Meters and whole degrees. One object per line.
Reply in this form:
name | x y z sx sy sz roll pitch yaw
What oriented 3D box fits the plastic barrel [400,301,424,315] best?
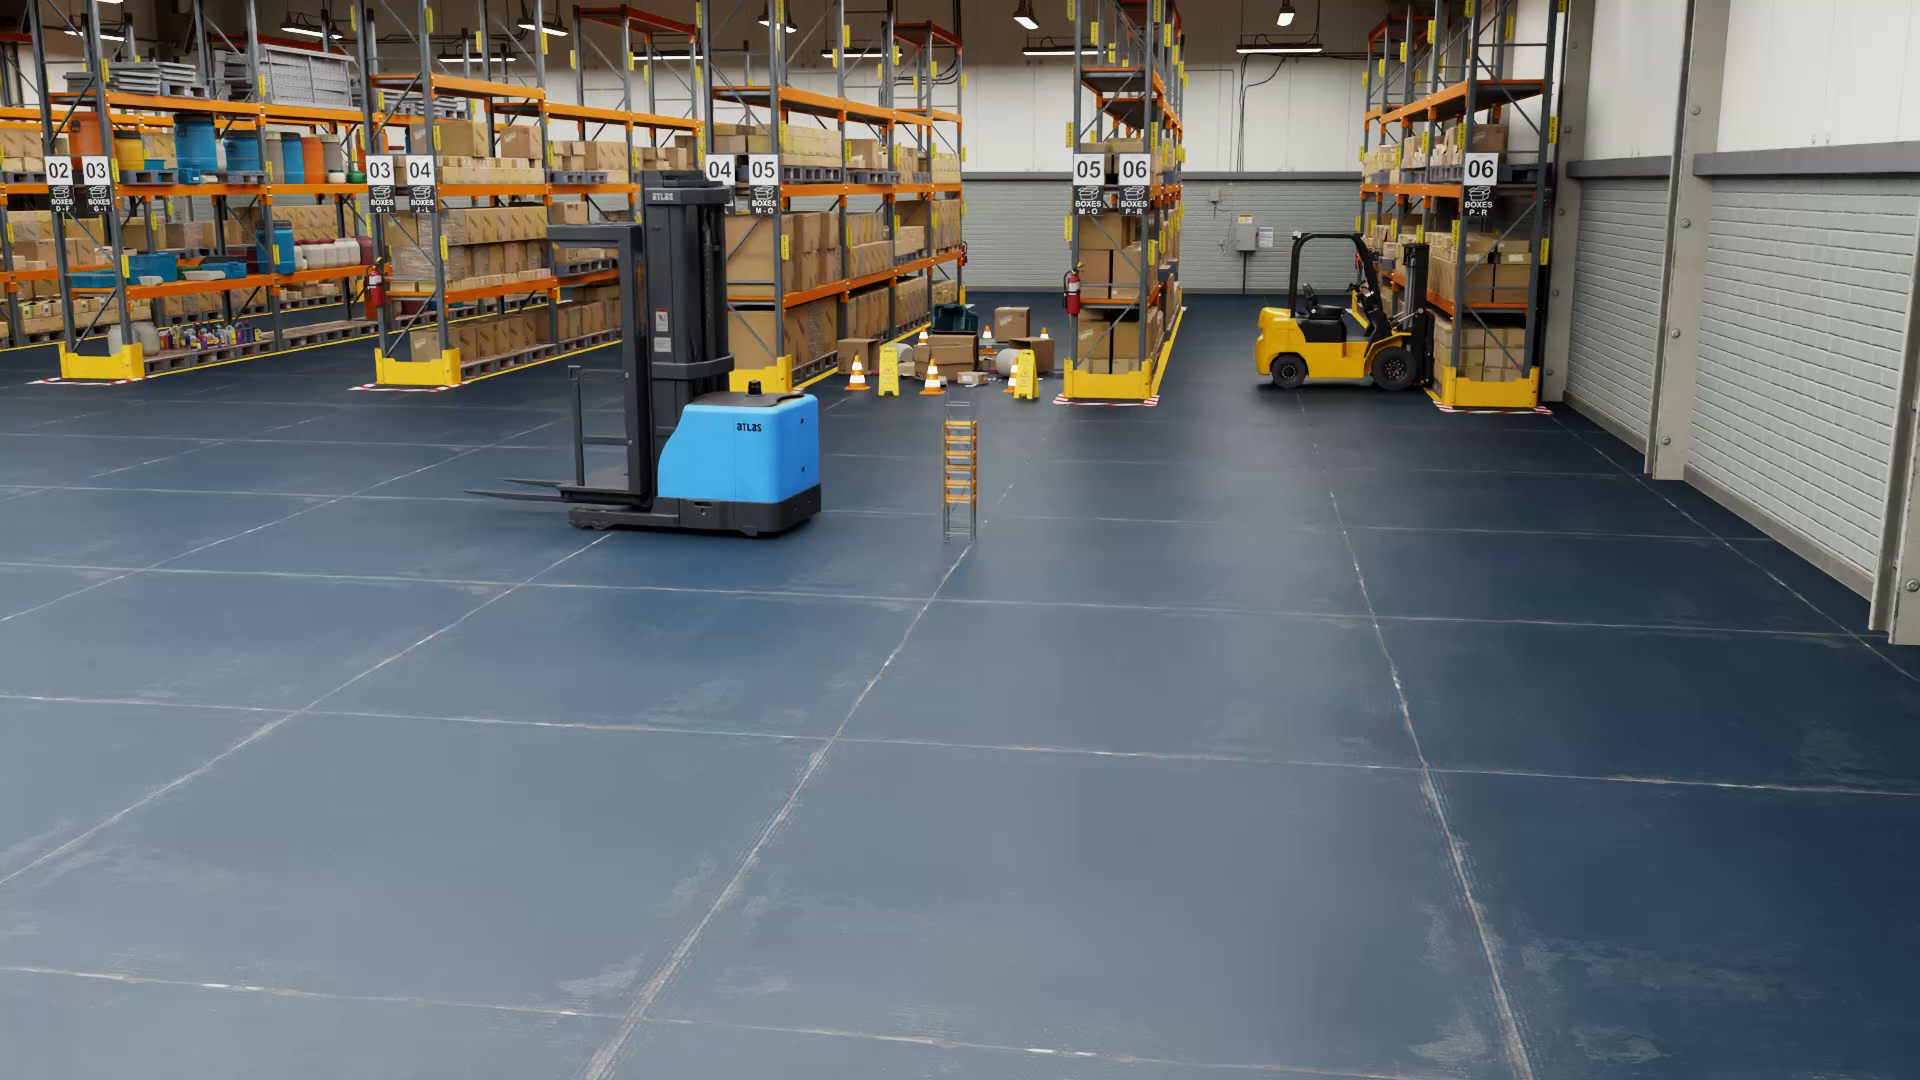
plastic barrel | -11.241 -4.901 33.843 0.600 0.588 0.708 2 12 9

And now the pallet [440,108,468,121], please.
pallet | -10.955 -8.842 34.557 1.003 0.211 1.213 2 12 9

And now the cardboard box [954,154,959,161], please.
cardboard box | -0.224 -8.614 37.447 0.380 0.149 0.250 2 12 8

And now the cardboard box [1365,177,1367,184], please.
cardboard box | 8.859 -7.689 35.527 0.380 0.149 0.250 2 12 10

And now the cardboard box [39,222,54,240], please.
cardboard box | -20.469 -6.791 36.893 0.500 0.500 0.500 2 12 8

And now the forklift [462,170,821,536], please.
forklift | -2.772 -1.617 14.037 3.031 2.935 1.130 4 13 16

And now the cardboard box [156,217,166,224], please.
cardboard box | -20.100 -7.564 40.758 0.980 0.700 0.700 2 12 11

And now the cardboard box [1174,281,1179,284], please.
cardboard box | 4.441 -5.533 37.133 0.875 0.438 0.875 1 12 7

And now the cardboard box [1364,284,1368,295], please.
cardboard box | 8.811 -5.137 35.145 0.500 0.500 0.500 2 12 10

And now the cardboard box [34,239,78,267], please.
cardboard box | -16.690 -5.288 30.673 0.500 0.500 0.500 2 12 9

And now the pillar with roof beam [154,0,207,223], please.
pillar with roof beam | -16.218 -10.907 42.743 9.100 9.000 0.548 2 12 9

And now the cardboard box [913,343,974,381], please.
cardboard box | -0.249 -2.618 24.446 0.797 0.503 0.637 -7 14 -30

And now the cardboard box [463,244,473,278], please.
cardboard box | -7.739 -4.127 24.581 0.875 0.500 0.500 2 12 9

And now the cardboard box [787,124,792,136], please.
cardboard box | -2.519 -5.629 22.840 0.380 0.149 0.250 2 12 9

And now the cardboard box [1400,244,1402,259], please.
cardboard box | 7.730 -4.878 28.178 0.500 0.250 0.500 2 12 10

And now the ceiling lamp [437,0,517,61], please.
ceiling lamp | -12.252 -13.627 41.509 2.000 3.185 0.800 2 12 9

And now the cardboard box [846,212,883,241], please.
cardboard box | -1.773 -5.640 29.931 0.700 0.500 0.500 2 12 8

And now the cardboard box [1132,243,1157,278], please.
cardboard box | 2.628 -4.101 24.460 0.500 0.500 0.500 2 12 10

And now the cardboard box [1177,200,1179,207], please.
cardboard box | 4.614 -7.385 36.488 0.380 0.149 0.250 2 12 8

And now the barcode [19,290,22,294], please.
barcode | -16.531 -4.368 29.252 0.001 0.075 0.075 2 12 9

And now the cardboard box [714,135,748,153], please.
cardboard box | -3.125 -5.433 22.880 0.500 0.250 0.500 2 12 9

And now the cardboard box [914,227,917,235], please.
cardboard box | -1.070 -6.147 33.083 0.380 0.149 0.250 2 12 8

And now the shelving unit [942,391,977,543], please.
shelving unit | -0.002 -0.584 13.353 0.258 1.200 0.189 2 12 9

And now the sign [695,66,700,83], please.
sign | -5.426 -9.622 34.377 0.100 0.325 0.005 2 12 9

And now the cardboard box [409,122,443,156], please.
cardboard box | -7.821 -5.947 24.720 0.500 0.500 0.500 2 12 9

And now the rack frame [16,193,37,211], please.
rack frame | -20.647 -6.691 37.420 1.000 3.000 0.127 2 12 9

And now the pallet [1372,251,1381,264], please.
pallet | 8.503 -5.472 32.218 1.003 0.211 1.213 2 12 9

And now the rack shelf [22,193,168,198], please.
rack shelf | -20.339 -8.222 39.112 1.077 0.370 4.000 2 12 9

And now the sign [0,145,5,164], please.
sign | -16.433 -6.606 28.491 0.100 0.325 0.005 2 12 9

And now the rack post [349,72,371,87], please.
rack post | -11.450 -8.887 32.148 0.624 0.289 0.986 2 12 9

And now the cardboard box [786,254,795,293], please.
cardboard box | -2.849 -3.797 23.636 0.875 0.550 0.550 2 12 9

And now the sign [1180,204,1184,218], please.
sign | 4.977 -7.382 37.318 0.100 0.325 0.005 2 12 9

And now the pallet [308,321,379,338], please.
pallet | -11.631 -4.014 31.619 1.003 0.211 1.213 2 12 9

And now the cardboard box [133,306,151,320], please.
cardboard box | -16.207 -4.442 32.516 0.500 0.250 0.500 2 12 10

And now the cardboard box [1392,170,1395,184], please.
cardboard box | 8.034 -6.508 29.808 0.500 0.250 0.500 2 12 9

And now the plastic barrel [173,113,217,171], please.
plastic barrel | -12.347 -6.418 26.845 0.600 0.901 0.708 2 12 9

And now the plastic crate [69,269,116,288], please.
plastic crate | -12.922 -3.913 24.884 0.499 0.251 0.616 2 12 9

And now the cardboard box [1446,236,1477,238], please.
cardboard box | 6.965 -4.143 23.113 0.380 0.149 0.250 2 12 9

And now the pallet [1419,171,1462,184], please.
pallet | 7.626 -5.620 25.784 0.805 0.209 1.217 1 12 6

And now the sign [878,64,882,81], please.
sign | -1.612 -9.477 33.704 0.100 0.325 0.005 2 12 9

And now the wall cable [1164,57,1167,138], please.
wall cable | 5.040 -10.847 42.465 0.463 3.000 0.029 2 12 9

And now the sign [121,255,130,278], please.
sign | -12.161 -3.989 24.224 0.100 0.325 0.005 2 12 9

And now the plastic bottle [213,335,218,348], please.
plastic bottle | -12.033 -3.199 26.816 0.097 0.201 0.097 0 12 0

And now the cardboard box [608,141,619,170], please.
cardboard box | -6.473 -6.922 29.948 0.500 0.500 0.500 2 12 9

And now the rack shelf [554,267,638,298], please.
rack shelf | -6.887 -4.609 29.467 1.077 0.370 4.000 2 12 9

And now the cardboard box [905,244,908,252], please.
cardboard box | -1.223 -5.640 32.144 0.380 0.149 0.250 2 12 9

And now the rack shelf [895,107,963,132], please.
rack shelf | -0.771 -9.023 35.719 1.077 0.370 4.000 2 12 9

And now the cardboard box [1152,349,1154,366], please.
cardboard box | 2.537 -2.630 24.109 0.500 0.250 0.500 3 12 12

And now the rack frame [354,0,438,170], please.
rack frame | -7.809 -6.644 22.963 1.000 3.000 0.127 2 12 9

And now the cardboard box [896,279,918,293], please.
cardboard box | -1.103 -4.997 32.718 0.500 0.250 0.500 1 12 6
